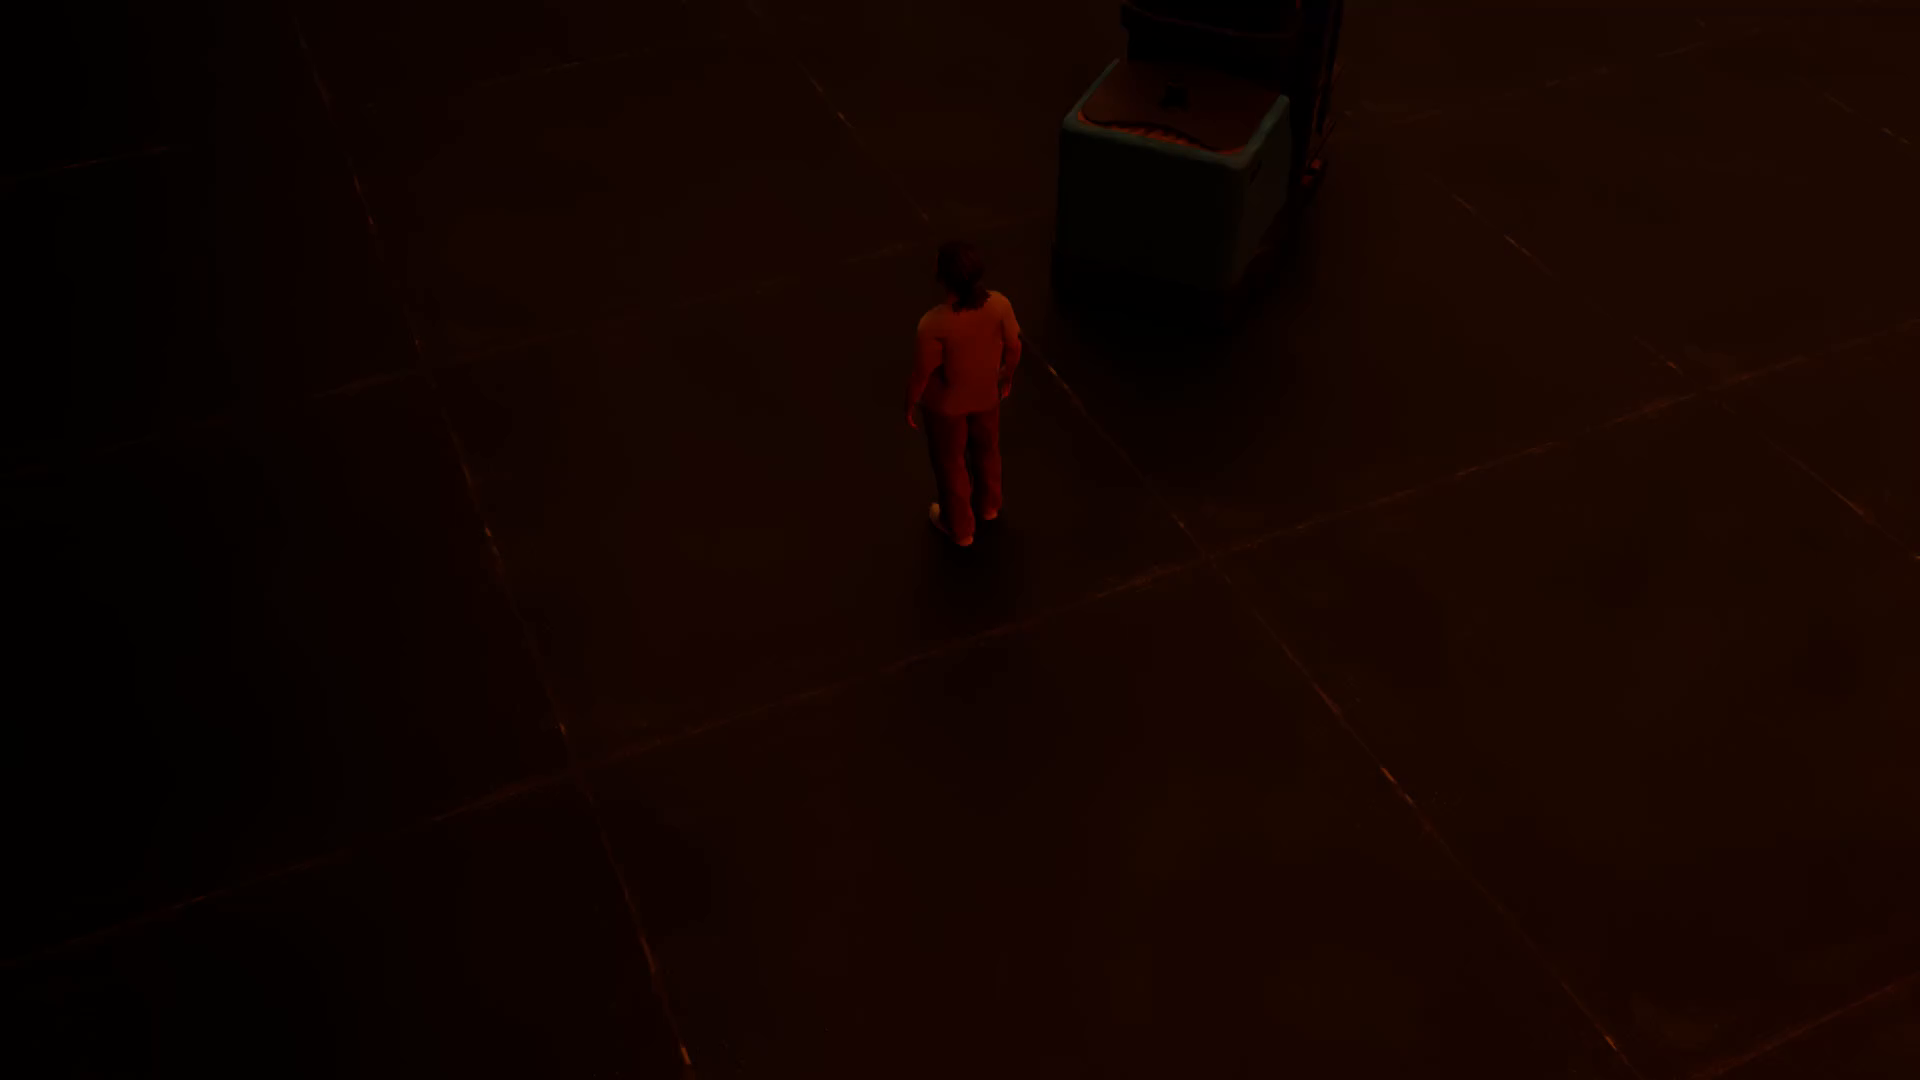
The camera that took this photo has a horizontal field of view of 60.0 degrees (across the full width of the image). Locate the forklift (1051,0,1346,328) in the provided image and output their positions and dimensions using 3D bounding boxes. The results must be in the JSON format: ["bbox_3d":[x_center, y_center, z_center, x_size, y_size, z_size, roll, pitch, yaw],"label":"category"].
[{"bbox_3d":[1.583,-3.222,9.133,1.130,2.935,3.031,17,46,18],"label":"forklift"}]

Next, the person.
[{"bbox_3d":[-0.021,-0.667,7.304,0.554,1.674,0.548,-18,46,-18],"label":"person"}]
